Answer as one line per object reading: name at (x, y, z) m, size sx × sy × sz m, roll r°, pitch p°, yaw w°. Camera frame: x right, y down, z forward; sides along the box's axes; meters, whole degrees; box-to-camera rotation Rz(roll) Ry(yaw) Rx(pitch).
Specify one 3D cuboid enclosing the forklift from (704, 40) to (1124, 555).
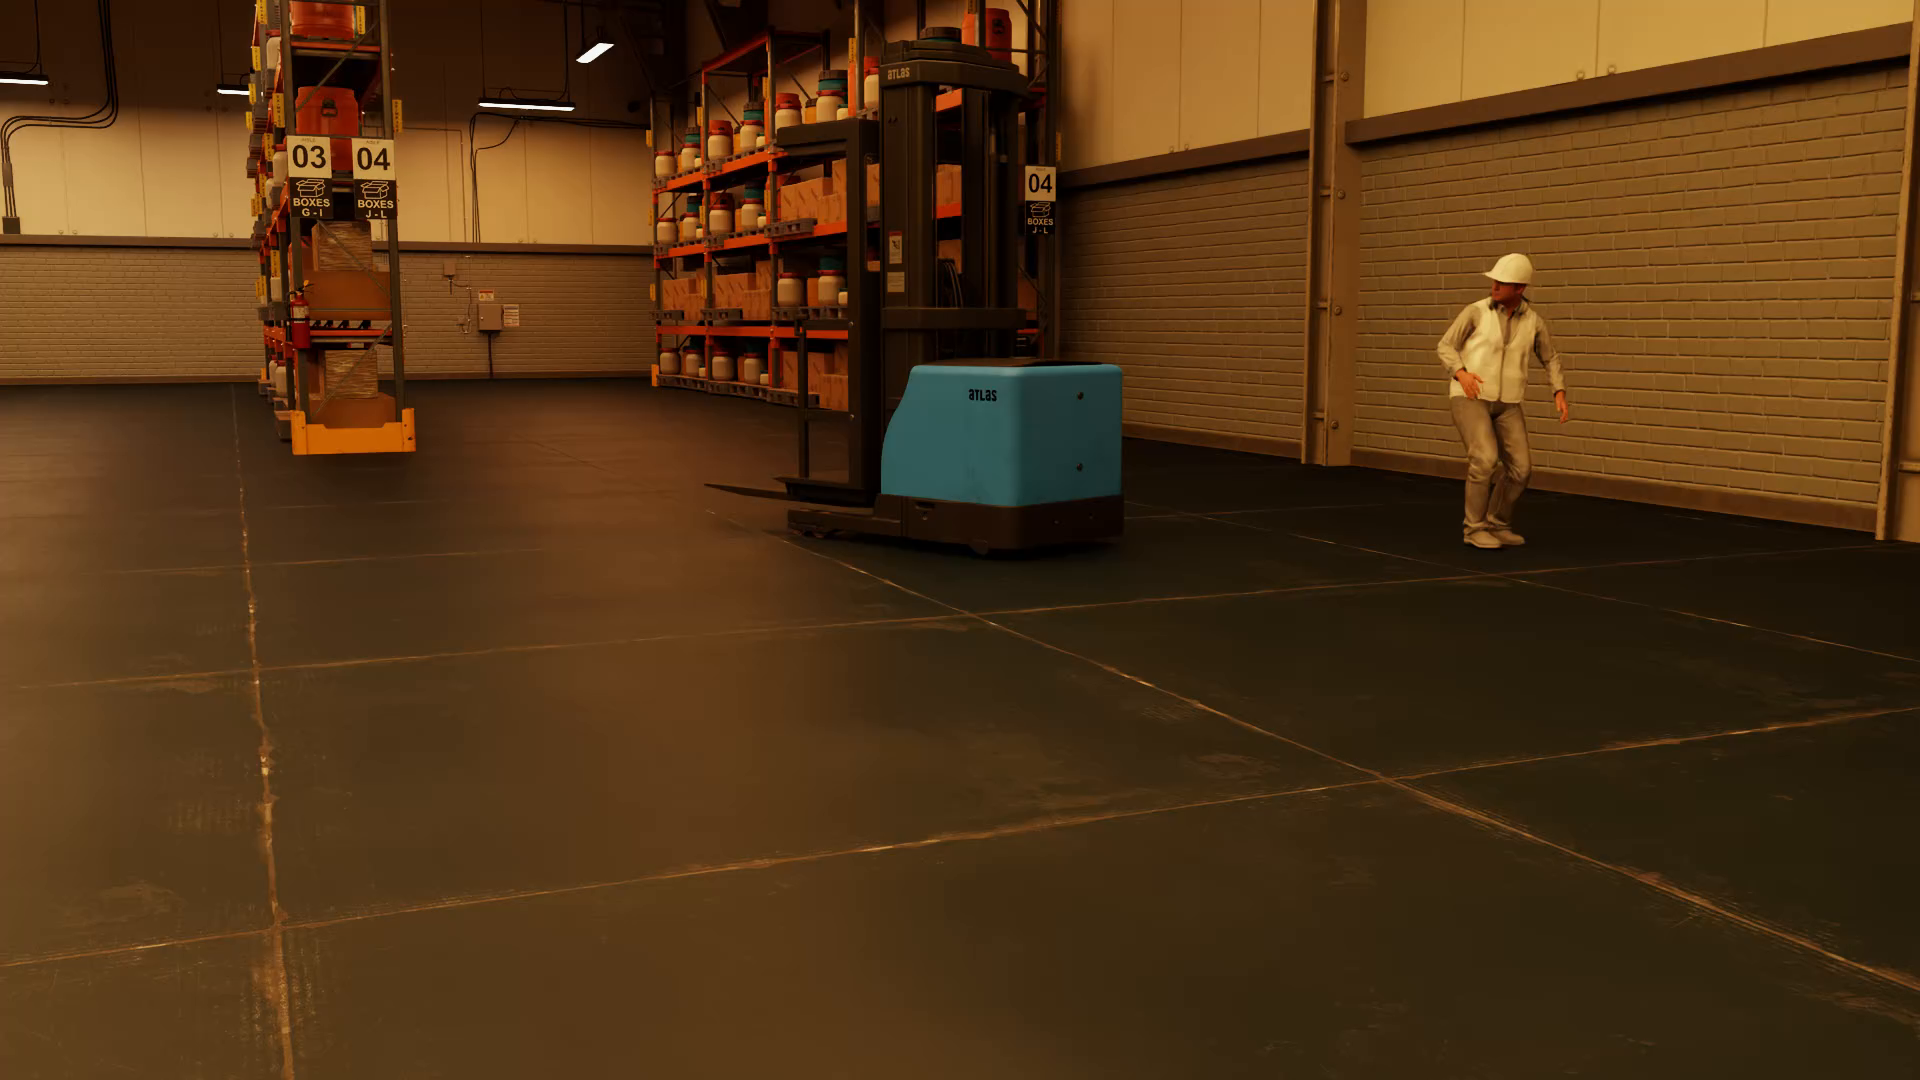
forklift at (-0.436, -1.509, 10.383) m, size 3.031 × 2.935 × 1.130 m, roll 7°, pitch 10°, yaw 44°

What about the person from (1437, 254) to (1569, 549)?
person at (3.214, -0.817, 9.840) m, size 0.745 × 1.727 × 0.522 m, roll -1°, pitch 8°, yaw -10°
